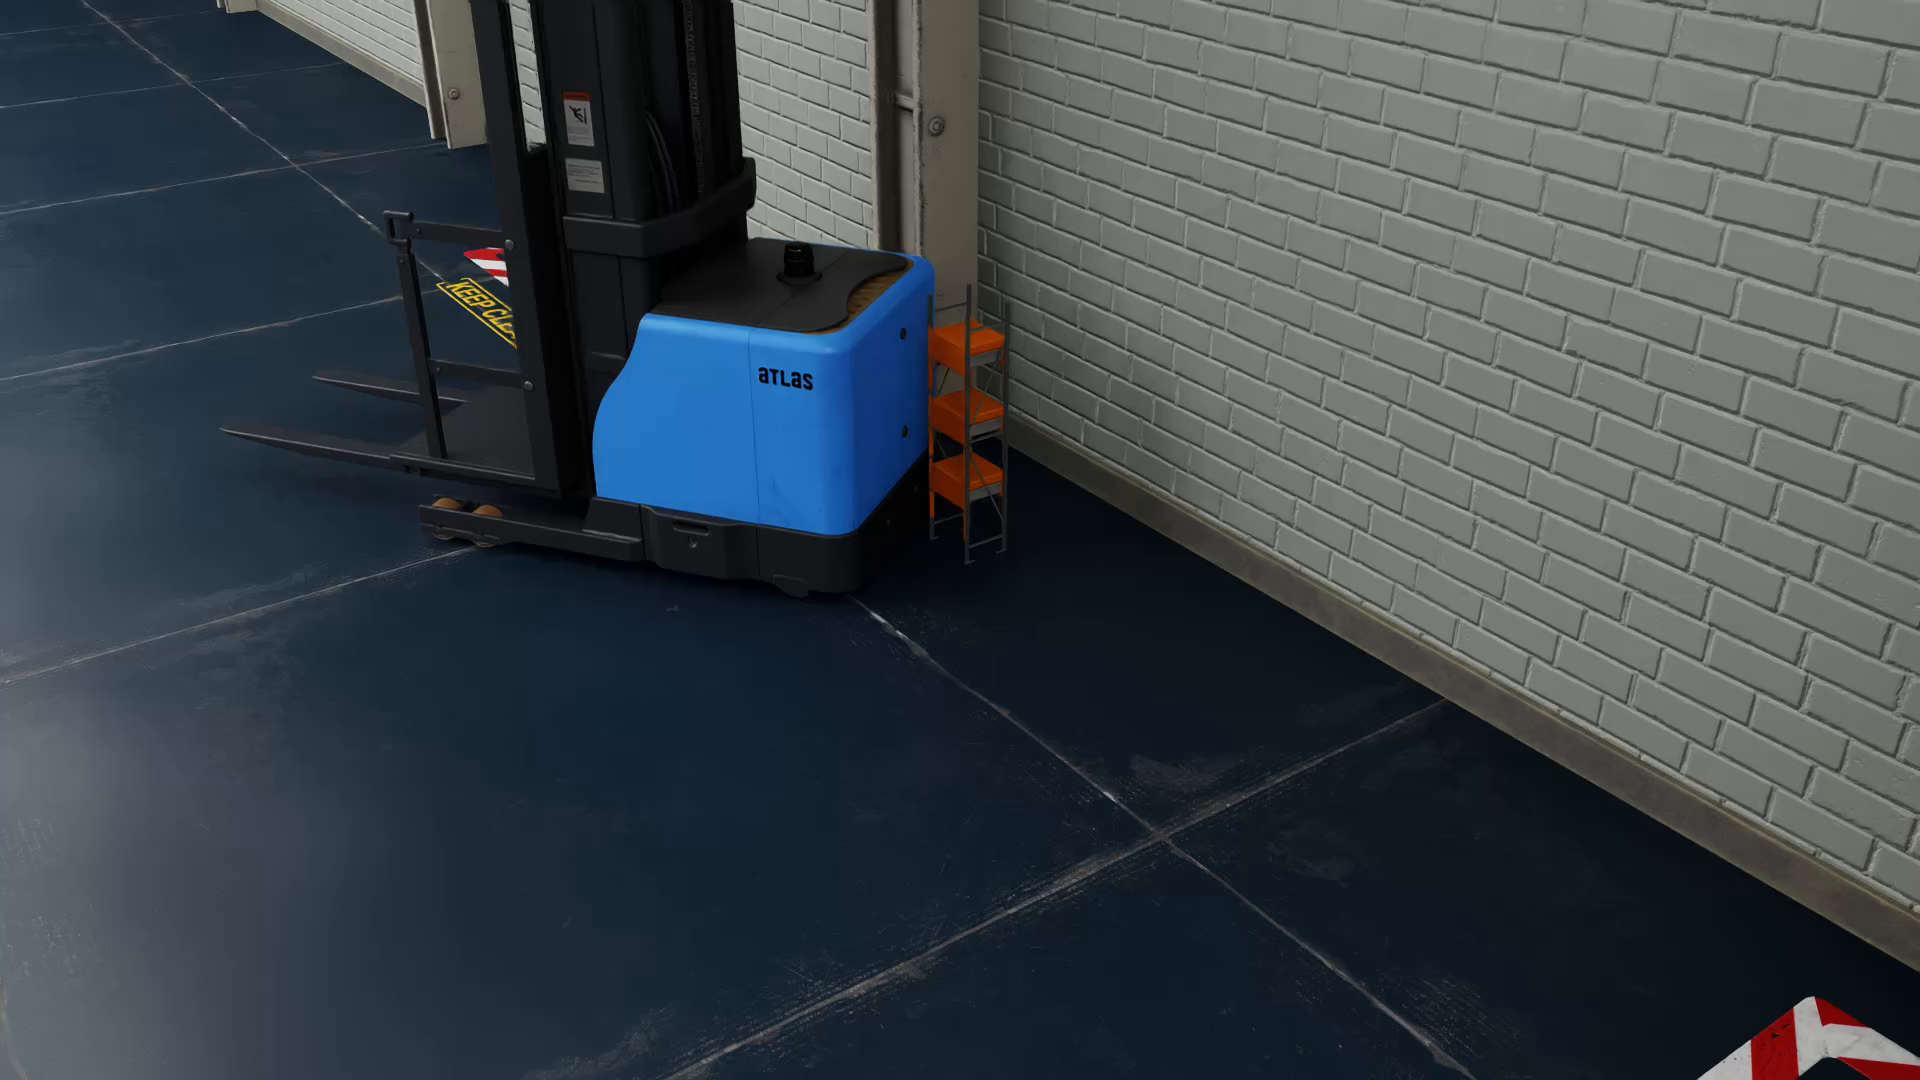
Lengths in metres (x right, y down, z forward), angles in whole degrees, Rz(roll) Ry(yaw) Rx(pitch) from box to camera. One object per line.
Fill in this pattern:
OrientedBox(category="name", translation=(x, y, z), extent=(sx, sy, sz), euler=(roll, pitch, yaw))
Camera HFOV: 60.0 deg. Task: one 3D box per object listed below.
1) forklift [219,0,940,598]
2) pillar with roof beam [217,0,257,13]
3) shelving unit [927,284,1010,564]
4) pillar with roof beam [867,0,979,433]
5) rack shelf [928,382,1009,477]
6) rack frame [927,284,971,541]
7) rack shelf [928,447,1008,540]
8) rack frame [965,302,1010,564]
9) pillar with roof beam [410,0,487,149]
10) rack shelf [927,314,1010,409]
OrientedBox(category="forklift", translation=(-1.657, -1.484, 6.411), extent=(3.031, 2.935, 1.130), euler=(9, 30, 17))
OrientedBox(category="pillar with roof beam", translation=(-10.624, -8.014, 12.077), extent=(9.100, 9.000, 0.400), euler=(-19, 34, -31))
OrientedBox(category="shelving unit", translation=(0.031, -0.441, 6.461), extent=(0.215, 1.050, 0.252), euler=(-19, 34, -31))
OrientedBox(category="pillar with roof beam", translation=(-3.663, -3.349, 3.488), extent=(9.100, 9.000, 0.400), euler=(-19, 34, -31))
OrientedBox(category="rack shelf", translation=(0.031, -0.431, 6.466), extent=(0.215, 0.259, 0.240), euler=(-19, 34, -31))
OrientedBox(category="rack frame", translation=(-0.040, -0.488, 6.548), extent=(0.200, 1.050, 0.008), euler=(-19, 34, -31))
OrientedBox(category="rack shelf", translation=(0.031, -0.187, 6.599), extent=(0.215, 0.259, 0.240), euler=(-19, 34, -31))
OrientedBox(category="rack frame", translation=(0.102, -0.393, 6.374), extent=(0.200, 1.050, 0.008), euler=(-19, 34, -31))
OrientedBox(category="pillar with roof beam", translation=(-7.143, -5.682, 7.783), extent=(9.100, 9.000, 0.400), euler=(-19, 34, -31))
OrientedBox(category="rack shelf", translation=(0.031, -0.681, 6.331), extent=(0.215, 0.259, 0.240), euler=(-19, 34, -31))
